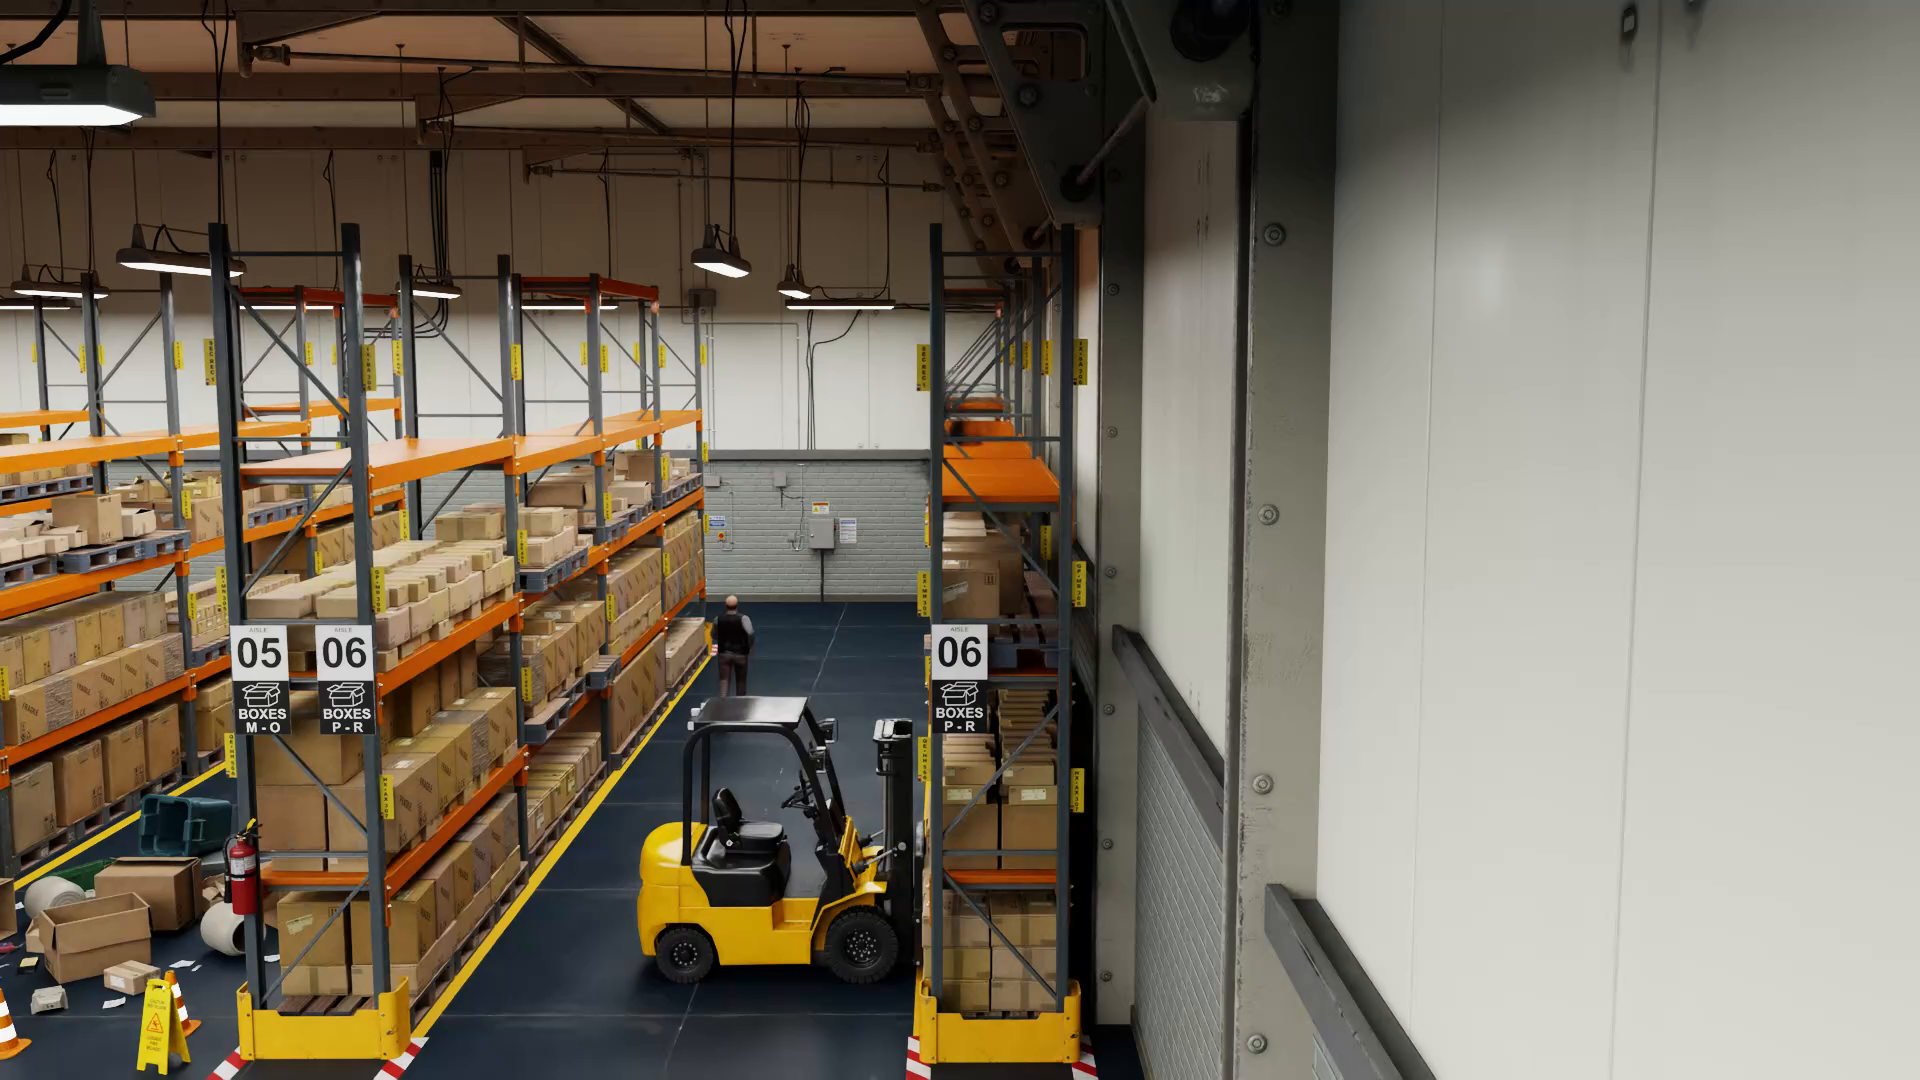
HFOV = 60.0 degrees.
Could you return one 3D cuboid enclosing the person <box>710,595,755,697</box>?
[{"bbox_3d":[-3.139,1.609,23.029,0.657,1.701,0.971,0,7,0],"label":"person"}]
